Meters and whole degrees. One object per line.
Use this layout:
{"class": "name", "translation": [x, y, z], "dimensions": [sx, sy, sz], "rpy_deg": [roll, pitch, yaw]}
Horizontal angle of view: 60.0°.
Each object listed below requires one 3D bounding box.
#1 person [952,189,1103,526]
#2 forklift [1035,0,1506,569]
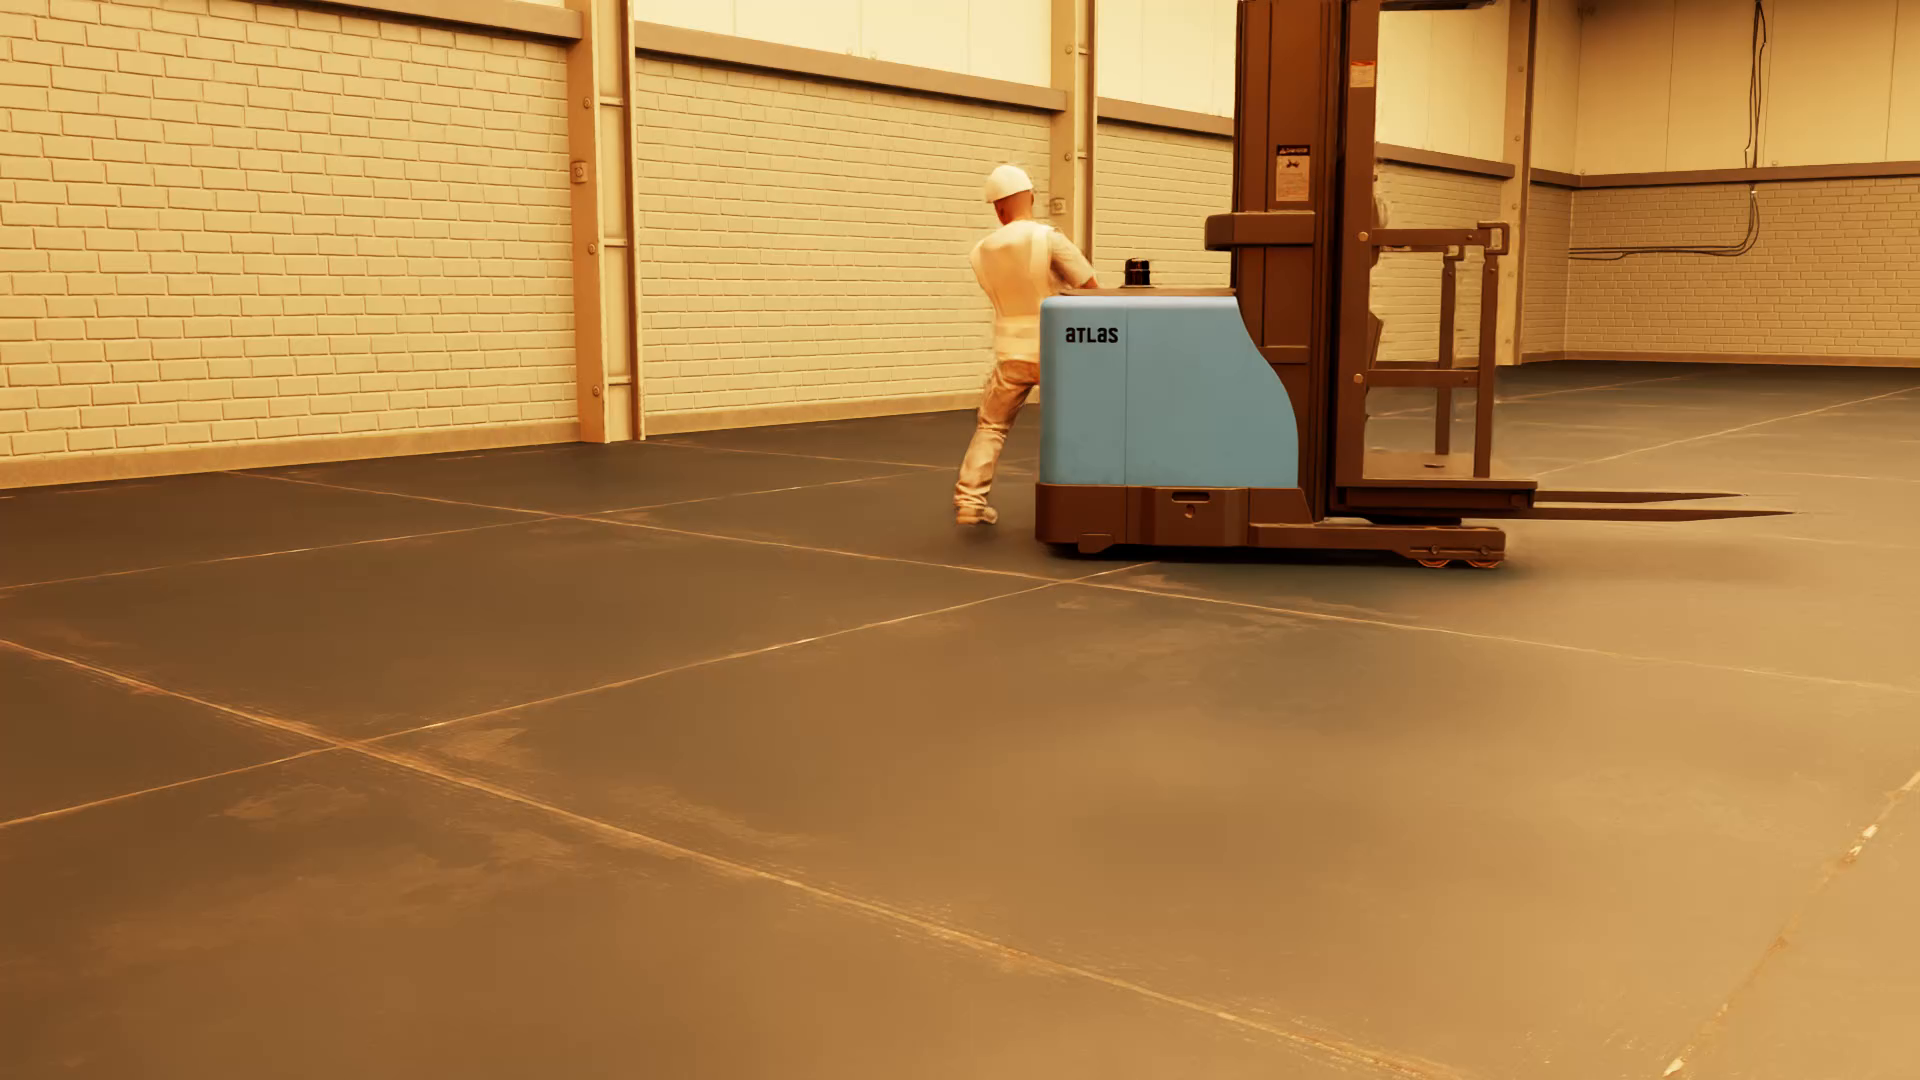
{"class": "person", "translation": [0.462, -0.850, 7.652], "dimensions": [0.797, 1.639, 0.878], "rpy_deg": [4, 9, 23]}
{"class": "forklift", "translation": [1.869, -1.416, 6.961], "dimensions": [3.031, 2.935, 1.130], "rpy_deg": [1, 8, 7]}
